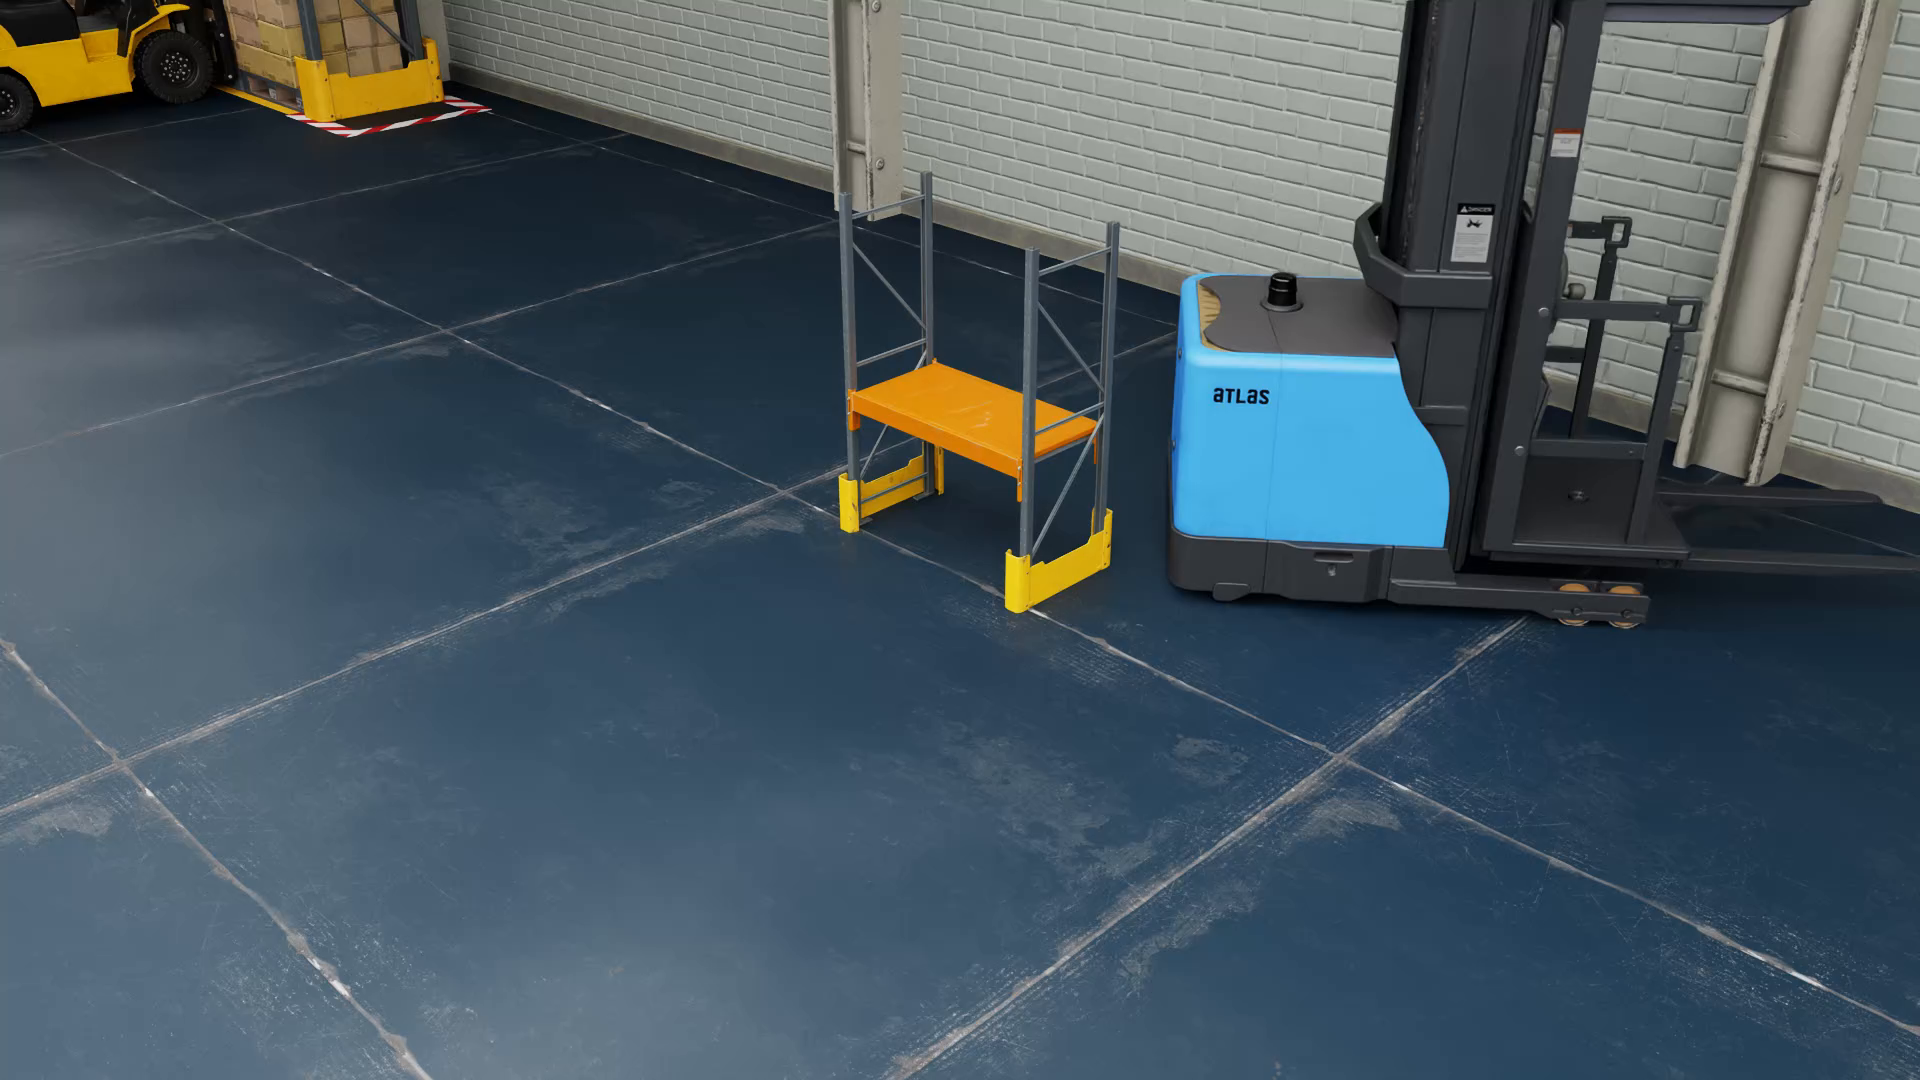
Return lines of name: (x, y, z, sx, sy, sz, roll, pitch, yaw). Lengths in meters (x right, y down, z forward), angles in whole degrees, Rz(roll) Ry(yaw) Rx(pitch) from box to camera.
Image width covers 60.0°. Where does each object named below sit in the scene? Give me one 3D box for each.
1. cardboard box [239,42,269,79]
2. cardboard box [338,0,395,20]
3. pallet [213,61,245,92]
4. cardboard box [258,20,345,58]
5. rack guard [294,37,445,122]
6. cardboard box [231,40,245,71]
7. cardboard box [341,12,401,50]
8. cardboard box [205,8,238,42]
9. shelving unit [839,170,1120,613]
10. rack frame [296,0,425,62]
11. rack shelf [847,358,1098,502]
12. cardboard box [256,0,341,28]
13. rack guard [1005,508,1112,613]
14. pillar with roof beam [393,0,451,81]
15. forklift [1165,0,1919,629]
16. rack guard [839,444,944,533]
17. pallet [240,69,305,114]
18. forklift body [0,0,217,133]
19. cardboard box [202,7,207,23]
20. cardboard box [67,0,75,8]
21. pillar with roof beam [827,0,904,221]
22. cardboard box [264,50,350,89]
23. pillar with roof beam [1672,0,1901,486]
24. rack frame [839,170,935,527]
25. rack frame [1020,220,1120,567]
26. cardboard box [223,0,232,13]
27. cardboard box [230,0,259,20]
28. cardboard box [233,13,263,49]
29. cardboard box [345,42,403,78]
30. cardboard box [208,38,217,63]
cardboard box: (-5.953, -4.243, 14.599, 0.500, 0.250, 0.500, 25, 36, 38)
cardboard box: (-5.258, -4.691, 14.378, 0.500, 0.250, 0.500, 24, 36, 38)
pallet: (-6.489, -4.460, 15.505, 1.213, 0.211, 1.003, 25, 36, 38)
cardboard box: (-5.614, -4.305, 14.181, 0.500, 0.250, 0.500, 24, 36, 38)
rack guard: (-5.031, -3.946, 14.217, 0.348, 0.500, 1.175, 25, 36, 38)
cardboard box: (-6.303, -4.409, 14.916, 0.500, 0.250, 0.500, -25, 37, -39)
cardboard box: (-5.238, -4.473, 14.499, 0.500, 0.250, 0.500, -25, 36, -38)
cardboard box: (-6.347, -4.634, 14.806, 0.500, 0.250, 0.500, 24, 36, 37)
shelving unit: (0.054, -0.639, 6.854, 1.083, 1.500, 0.587, 25, 36, 38)
rack frame: (-5.048, -5.060, 13.651, 0.127, 3.000, 1.000, 25, 36, 38)
rack shelf: (0.061, -0.477, 6.932, 1.000, 0.185, 0.538, 25, 36, 38)
cardboard box: (-5.595, -4.518, 14.049, 0.500, 0.250, 0.500, -24, 36, -38)
rack guard: (0.409, 0.077, 6.835, 0.087, 0.250, 0.587, 25, 36, 38)
pillar with roof beam: (-7.931, -6.813, 10.538, 0.400, 9.000, 9.100, 25, 36, 38)
forklift: (2.398, -1.208, 6.397, 3.031, 2.935, 1.130, 3, 28, 5)
rack guard: (-0.301, -0.248, 7.454, 0.087, 0.250, 0.587, 25, 36, 38)
pallet: (-5.623, -4.062, 14.748, 1.213, 0.211, 1.003, 25, 36, 38)
forklift body: (-7.679, -4.698, 13.873, 1.214, 2.155, 2.313, 25, 36, 38)
cardboard box: (-6.702, -4.799, 15.119, 0.500, 0.250, 0.500, 24, 36, 38)
cardboard box: (-8.828, -5.923, 17.391, 0.625, 0.625, 0.875, 24, 36, 38)
pillar with roof beam: (-3.653, -4.855, 6.815, 0.400, 9.000, 9.100, 25, 36, 38)
cardboard box: (-5.605, -4.078, 14.285, 0.500, 0.250, 0.500, 25, 37, 39)
pillar with roof beam: (0.626, -2.898, 3.092, 0.400, 9.000, 9.100, 25, 36, 38)
rack frame: (-0.302, -0.802, 7.163, 0.032, 1.500, 0.500, 25, 36, 38)
rack frame: (0.423, -0.470, 6.533, 0.032, 1.500, 0.500, 25, 36, 38)
cardboard box: (-6.330, -4.844, 14.669, 0.500, 0.250, 0.500, -25, 37, -39)
cardboard box: (-5.963, -4.683, 14.362, 0.500, 0.250, 0.500, -25, 36, -38)
cardboard box: (-5.965, -4.473, 14.499, 0.500, 0.250, 0.500, 24, 36, 38)
cardboard box: (-5.261, -4.254, 14.621, 0.500, 0.250, 0.500, 25, 37, 39)
cardboard box: (-6.689, -4.571, 15.224, 0.500, 0.250, 0.500, -24, 36, -38)
